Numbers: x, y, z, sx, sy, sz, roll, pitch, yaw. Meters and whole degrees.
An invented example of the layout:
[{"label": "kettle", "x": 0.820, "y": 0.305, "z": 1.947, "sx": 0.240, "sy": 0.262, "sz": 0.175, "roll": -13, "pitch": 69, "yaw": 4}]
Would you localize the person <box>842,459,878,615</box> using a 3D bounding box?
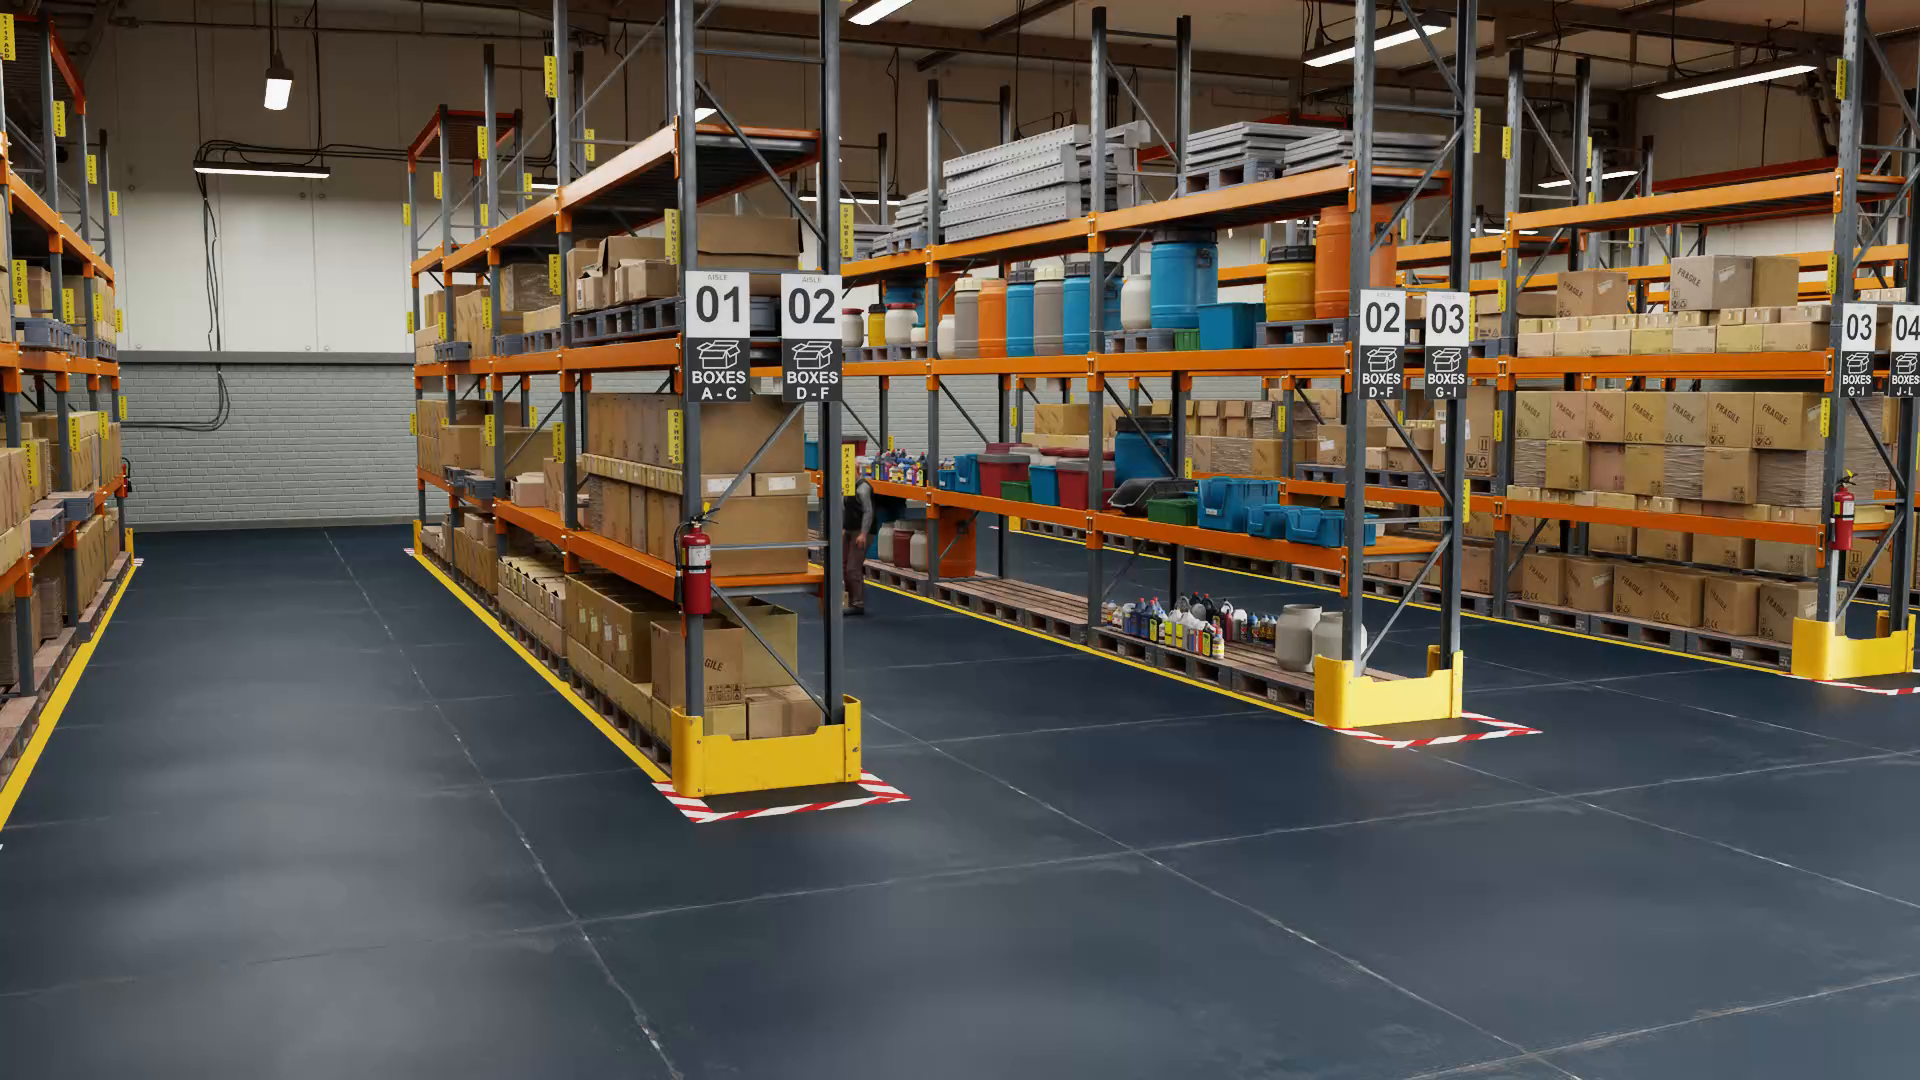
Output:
[{"label": "person", "x": -1.156, "y": -0.049, "z": 18.350, "sx": 0.474, "sy": 1.719, "sz": 0.577, "roll": -3, "pitch": 6, "yaw": -26}]
